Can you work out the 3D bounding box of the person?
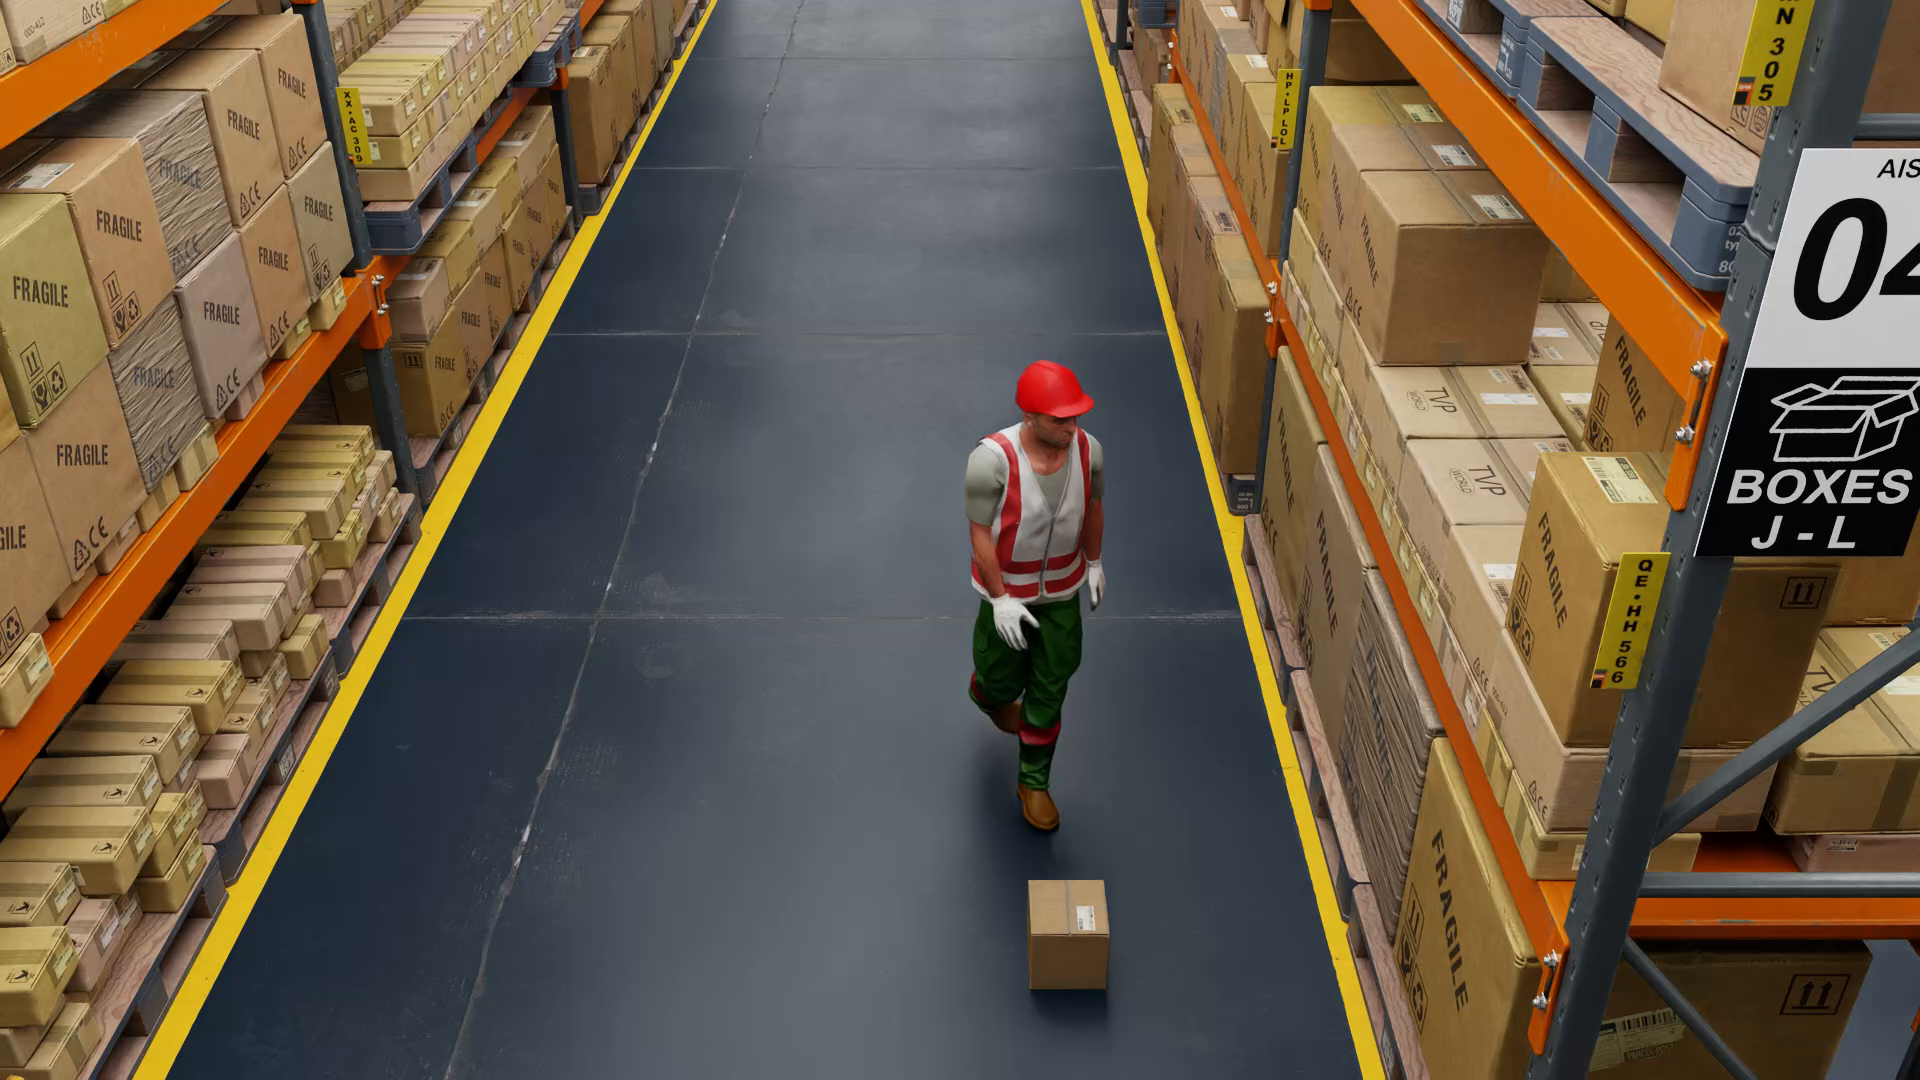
[{"bbox_3d":[3.627,-2.561,10.326,10.024,1.784,8.701,-9,32,-14],"label":"person"}]
